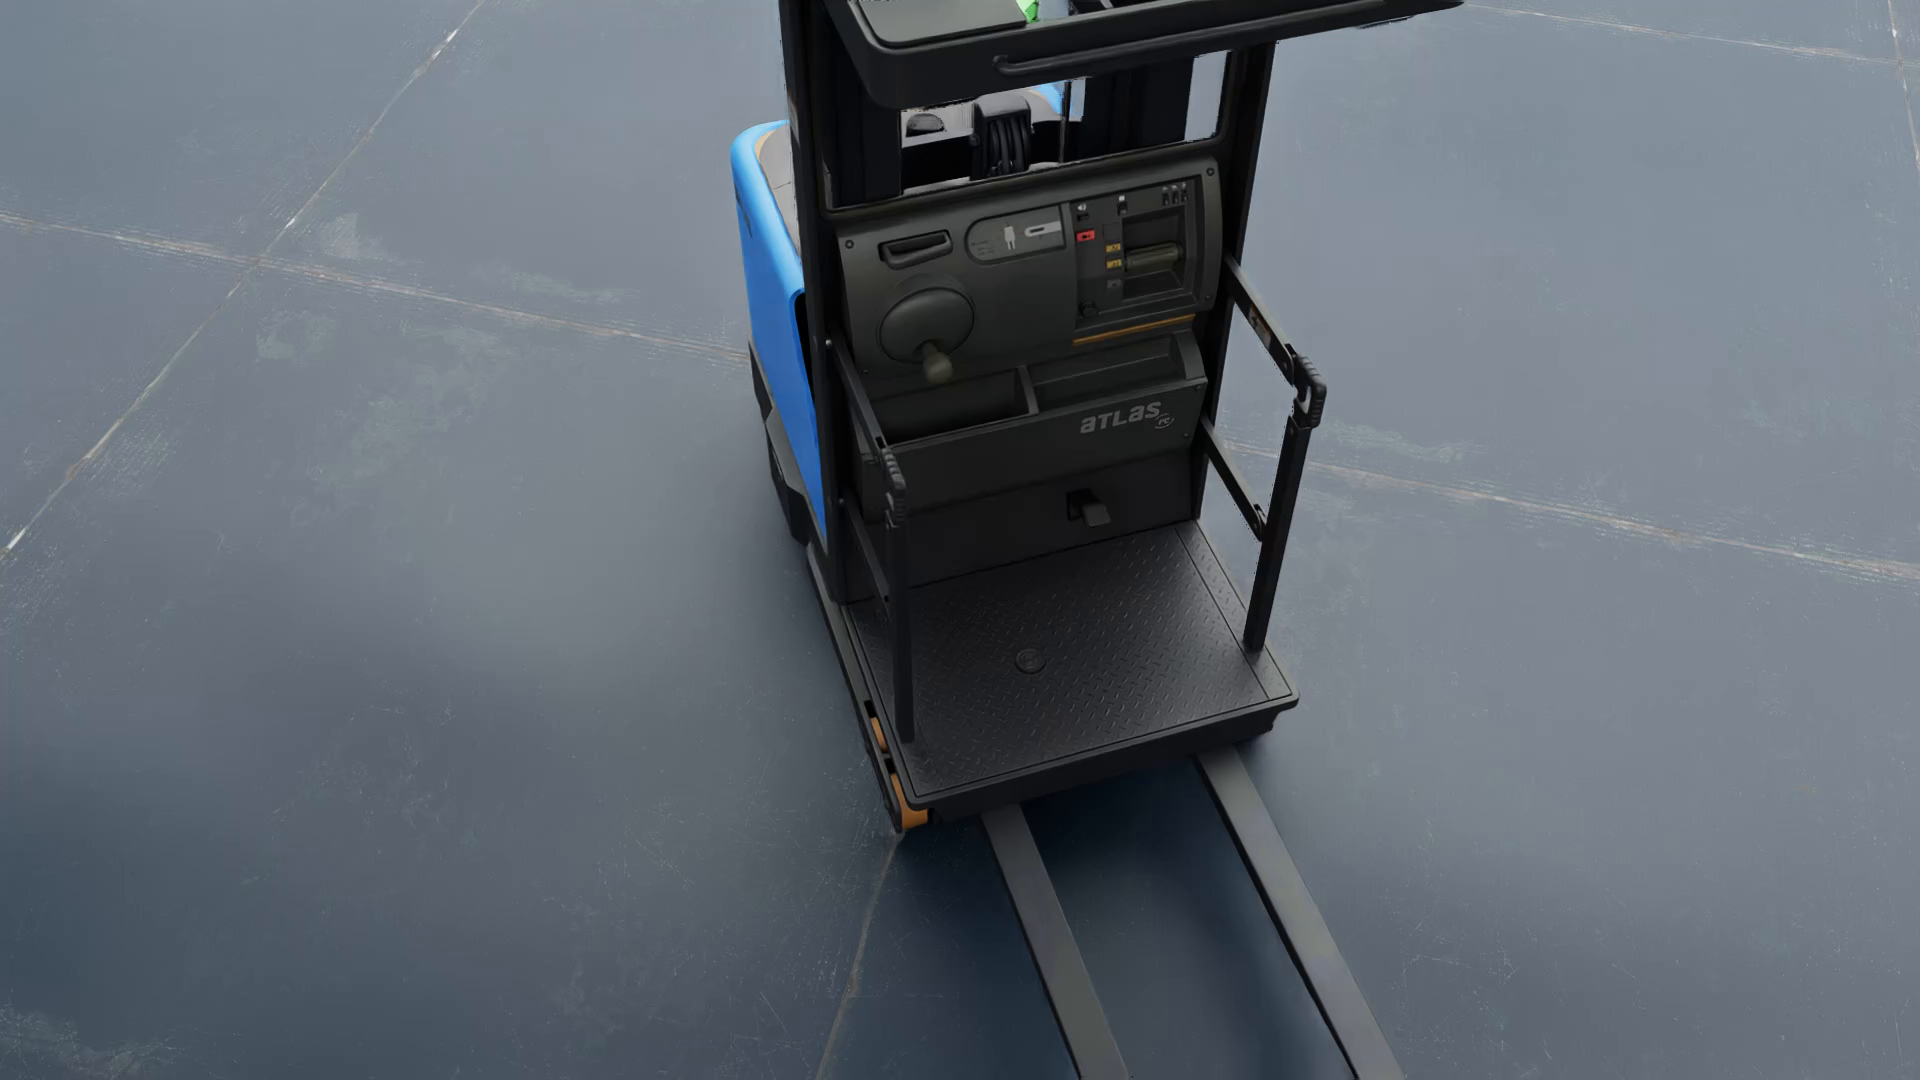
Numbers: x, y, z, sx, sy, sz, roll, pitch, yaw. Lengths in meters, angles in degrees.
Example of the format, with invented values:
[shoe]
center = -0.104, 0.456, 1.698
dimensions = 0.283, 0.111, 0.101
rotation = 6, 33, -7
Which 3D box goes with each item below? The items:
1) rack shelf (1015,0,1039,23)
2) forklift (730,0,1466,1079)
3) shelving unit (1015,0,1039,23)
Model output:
[rack shelf]
center = 0.026, -1.594, 5.302
dimensions = 0.258, 0.148, 0.480
rotation = 23, 52, 19
[forklift]
center = 0.245, -0.529, 3.762
dimensions = 1.130, 2.935, 3.031
rotation = -14, 50, -12
[shelving unit]
center = 0.026, -1.319, 5.614
dimensions = 0.258, 1.200, 0.503
rotation = 23, 52, 19
